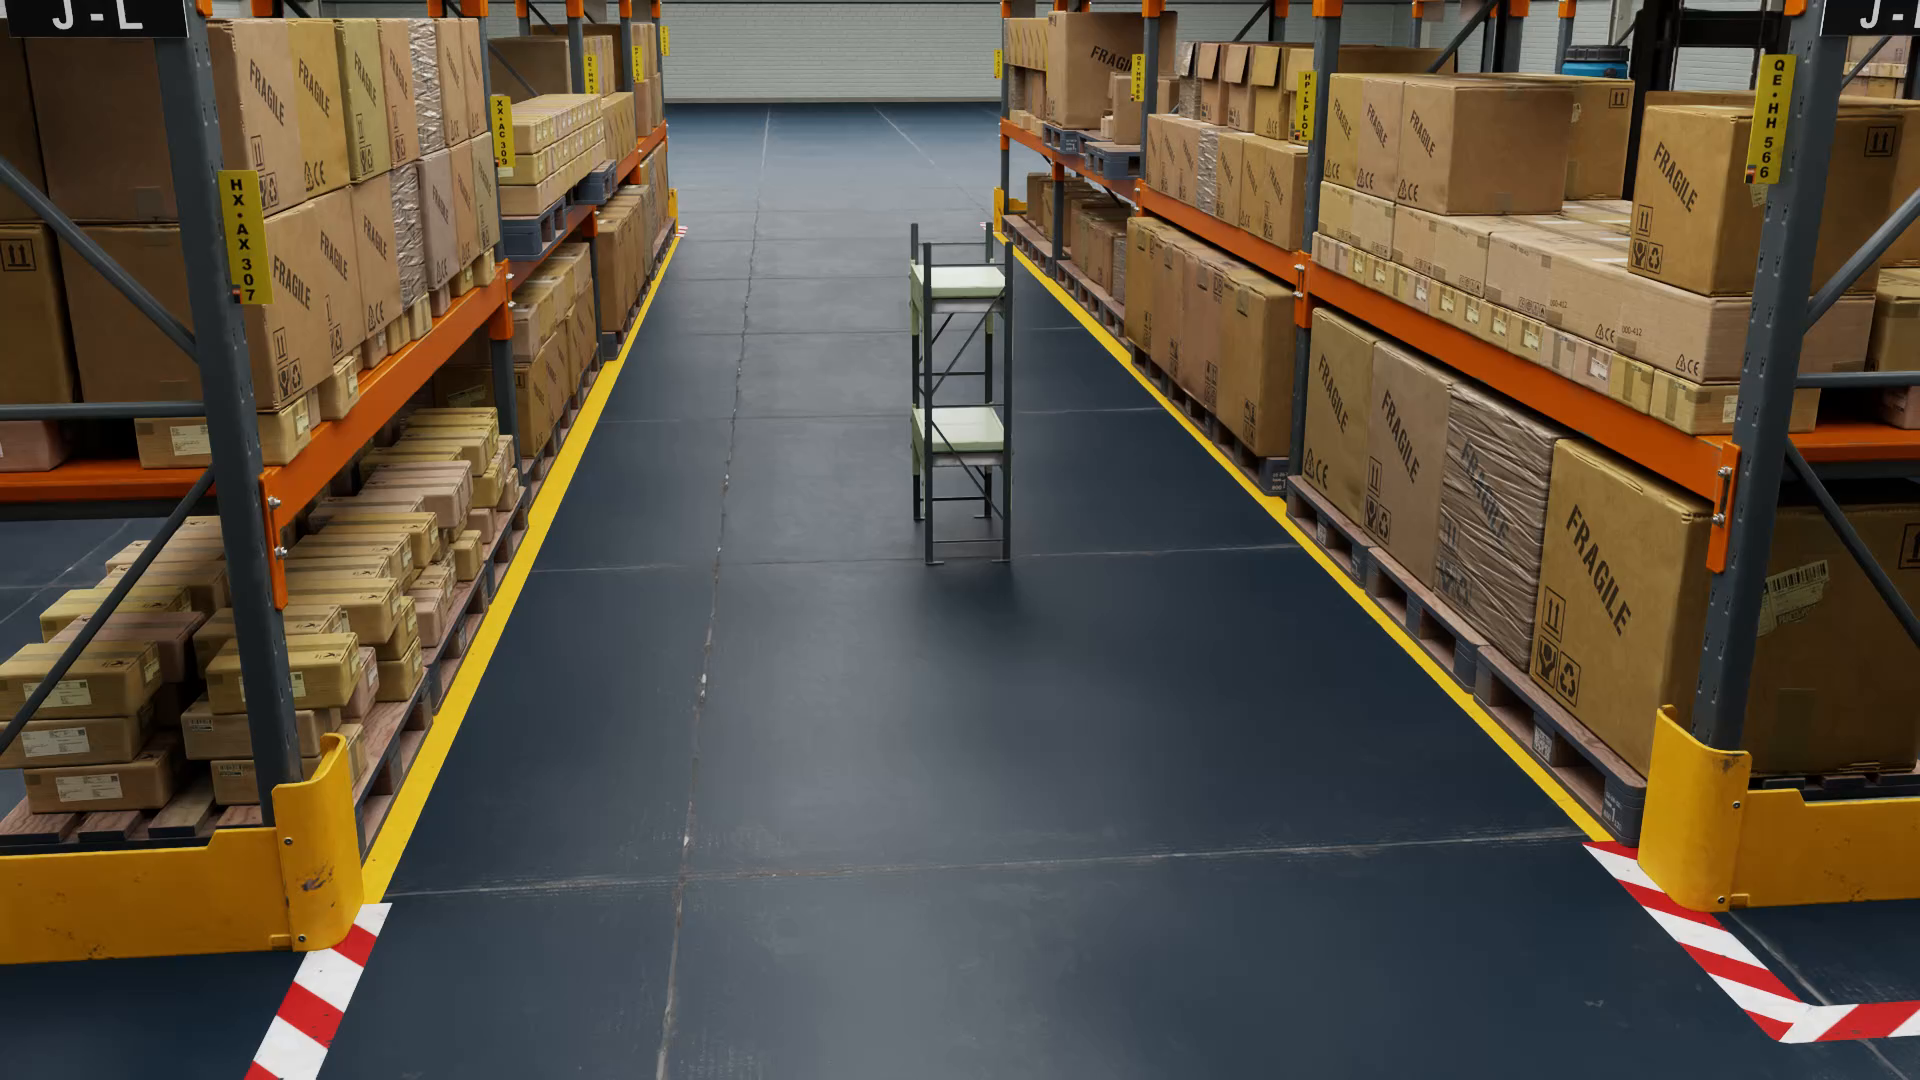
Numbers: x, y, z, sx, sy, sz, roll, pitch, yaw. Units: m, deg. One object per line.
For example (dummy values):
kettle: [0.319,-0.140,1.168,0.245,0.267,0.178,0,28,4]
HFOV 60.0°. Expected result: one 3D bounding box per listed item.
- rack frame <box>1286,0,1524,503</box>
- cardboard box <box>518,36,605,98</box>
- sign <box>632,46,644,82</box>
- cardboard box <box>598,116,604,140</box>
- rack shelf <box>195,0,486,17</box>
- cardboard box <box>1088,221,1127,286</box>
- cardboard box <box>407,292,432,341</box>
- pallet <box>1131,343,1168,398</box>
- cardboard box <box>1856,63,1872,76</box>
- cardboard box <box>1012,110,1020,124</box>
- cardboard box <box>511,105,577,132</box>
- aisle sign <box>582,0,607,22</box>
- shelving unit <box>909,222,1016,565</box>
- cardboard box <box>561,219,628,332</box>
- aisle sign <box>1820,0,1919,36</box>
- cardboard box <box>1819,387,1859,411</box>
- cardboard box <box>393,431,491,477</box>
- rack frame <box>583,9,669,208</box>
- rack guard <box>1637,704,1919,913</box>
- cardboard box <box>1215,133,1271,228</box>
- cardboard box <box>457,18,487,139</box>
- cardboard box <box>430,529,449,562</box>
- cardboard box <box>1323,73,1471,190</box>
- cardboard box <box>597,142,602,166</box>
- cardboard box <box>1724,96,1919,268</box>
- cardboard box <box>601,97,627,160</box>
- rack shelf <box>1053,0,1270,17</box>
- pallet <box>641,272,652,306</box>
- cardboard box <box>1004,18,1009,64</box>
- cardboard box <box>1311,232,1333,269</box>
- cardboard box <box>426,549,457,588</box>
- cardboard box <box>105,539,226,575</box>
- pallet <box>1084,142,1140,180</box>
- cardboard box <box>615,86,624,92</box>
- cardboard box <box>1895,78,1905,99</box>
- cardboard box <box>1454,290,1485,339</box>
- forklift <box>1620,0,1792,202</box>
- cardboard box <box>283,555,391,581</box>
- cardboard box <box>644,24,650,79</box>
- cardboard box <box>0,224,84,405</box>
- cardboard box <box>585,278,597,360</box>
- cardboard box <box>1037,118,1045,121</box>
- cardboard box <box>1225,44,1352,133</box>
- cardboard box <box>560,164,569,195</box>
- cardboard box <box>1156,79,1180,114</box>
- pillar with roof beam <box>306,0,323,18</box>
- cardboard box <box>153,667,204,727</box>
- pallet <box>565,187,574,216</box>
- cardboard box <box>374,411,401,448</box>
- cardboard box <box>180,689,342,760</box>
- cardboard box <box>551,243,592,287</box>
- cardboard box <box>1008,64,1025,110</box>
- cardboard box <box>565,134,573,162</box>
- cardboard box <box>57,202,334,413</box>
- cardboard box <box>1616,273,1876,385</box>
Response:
rack frame: [2.232,-1.628,8.354,1.000,3.000,0.127,-2,18,-6]
cardboard box: [-3.374,-3.961,13.951,0.700,0.500,0.500,-2,18,-5]
sign: [-2.999,-4.422,15.455,0.100,0.325,0.005,-2,18,-6]
cardboard box: [-2.621,-2.786,11.264,0.380,0.149,0.250,-1,17,-5]
rack shelf: [-2.506,-1.997,5.722,1.077,0.370,4.000,-2,18,-6]
cardboard box: [1.537,-2.536,14.684,0.700,0.500,0.500,-3,18,-10]
cardboard box: [-2.217,-0.843,6.275,0.380,0.149,0.250,-1,17,-5]
pallet: [1.825,-1.252,11.812,1.003,0.211,1.213,-2,18,-6]
cardboard box: [10.752,-5.513,19.481,0.380,0.149,0.250,-2,18,-6]
cardboard box: [0.804,-4.841,19.008,0.380,0.149,0.250,-2,18,-6]
cardboard box: [-2.461,-2.466,9.749,0.380,0.149,0.250,-1,17,-4]
aisle sign: [-4.256,-6.332,18.998,0.394,0.787,0.004,-2,18,-6]
shelving unit: [-0.001,-0.718,7.959,0.431,1.500,0.755,-2,18,-6]
cardboard box: [-3.098,-2.008,12.619,1.050,0.750,0.750,-2,18,-6]
aisle sign: [2.353,-1.646,4.071,0.394,0.787,0.004,-2,18,-6]
cardboard box: [2.908,-0.509,5.209,0.380,0.149,0.250,-2,18,-6]
cardboard box: [-2.318,-0.382,7.451,0.380,0.149,0.250,-2,18,-6]
rack frame: [-3.950,-5.080,19.350,1.000,3.000,0.127,-2,18,-6]
rack guard: [2.647,0.764,4.910,1.175,0.500,0.348,-2,18,-6]
cardboard box: [1.807,-2.109,9.722,0.500,0.500,0.500,-2,18,-6]
cardboard box: [-2.395,-2.040,7.333,0.500,0.500,0.500,-2,18,-8]
cardboard box: [-2.297,-0.010,6.762,0.380,0.149,0.250,-3,18,-8]
cardboard box: [2.027,-1.905,7.740,0.500,0.500,0.500,-2,18,-6]
cardboard box: [-2.593,-2.570,11.074,0.380,0.149,0.250,-2,18,-6]
cardboard box: [2.812,-1.165,5.380,0.500,0.500,0.500,-2,18,-7]
cardboard box: [-3.113,-3.488,14.111,0.500,0.500,0.500,-2,17,-5]
rack shelf: [1.613,-4.503,13.707,1.077,0.370,4.000,-2,18,-6]
pallet: [-3.383,-2.330,15.247,1.003,0.211,1.213,-2,18,-6]
cardboard box: [0.780,-5.697,18.984,0.500,0.500,0.500,-2,18,-6]
cardboard box: [1.931,-1.410,8.078,0.380,0.149,0.250,-2,18,-6]
cardboard box: [-2.266,0.150,6.751,0.380,0.149,0.250,-1,17,-5]
cardboard box: [-2.775,0.106,5.897,0.380,0.149,0.250,-1,17,-4]
pallet: [1.640,-2.937,12.845,1.213,0.211,1.003,-2,18,-6]
cardboard box: [-3.587,-4.069,15.880,0.875,0.550,0.550,-2,18,-6]
cardboard box: [11.046,-4.955,18.785,0.700,0.500,0.500,-1,17,-4]
cardboard box: [2.122,-0.868,6.352,0.380,0.149,0.250,-1,17,-5]
forklift: [4.716,-2.212,10.331,1.130,2.935,3.031,11,21,32]
cardboard box: [-2.170,0.168,5.700,0.380,0.149,0.250,-3,18,-8]
cardboard box: [-3.695,-5.069,17.262,0.875,0.550,0.500,-2,18,-6]
cardboard box: [-2.602,-0.628,4.508,0.500,0.500,0.500,-1,17,-5]
cardboard box: [-2.797,-1.516,11.471,0.500,0.500,0.500,-2,18,-6]
cardboard box: [1.012,-4.320,17.350,0.380,0.149,0.250,-2,18,-6]
cardboard box: [2.018,-2.734,10.035,0.797,0.503,0.637,-1,17,-4]
cardboard box: [-2.403,-2.024,9.336,0.380,0.149,0.250,-3,18,-8]
cardboard box: [1.724,-3.227,12.581,0.500,0.500,0.500,-4,18,-12]
pillar with roof beam: [-13.437,-16.440,45.520,9.100,9.000,0.400,-2,18,-6]
cardboard box: [-2.611,0.477,5.212,0.380,0.149,0.250,-2,18,-7]
pallet: [-2.880,-2.016,9.912,1.003,0.211,1.213,-2,18,-6]
cardboard box: [-2.883,-0.520,7.890,0.380,0.149,0.250,-1,17,-3]
cardboard box: [-2.098,0.541,5.008,0.380,0.149,0.250,-1,17,-3]
cardboard box: [-2.794,-1.866,11.334,0.500,0.250,0.500,-2,18,-7]
cardboard box: [1.023,-5.228,19.158,0.875,0.500,0.500,-2,18,-6]
cardboard box: [-2.436,-2.249,9.556,0.380,0.149,0.250,-2,18,-7]
cardboard box: [-2.071,-0.645,4.560,0.500,0.500,0.500,-1,17,-3]
cardboard box: [2.330,-0.643,4.970,0.500,0.250,0.500,-2,18,-7]
